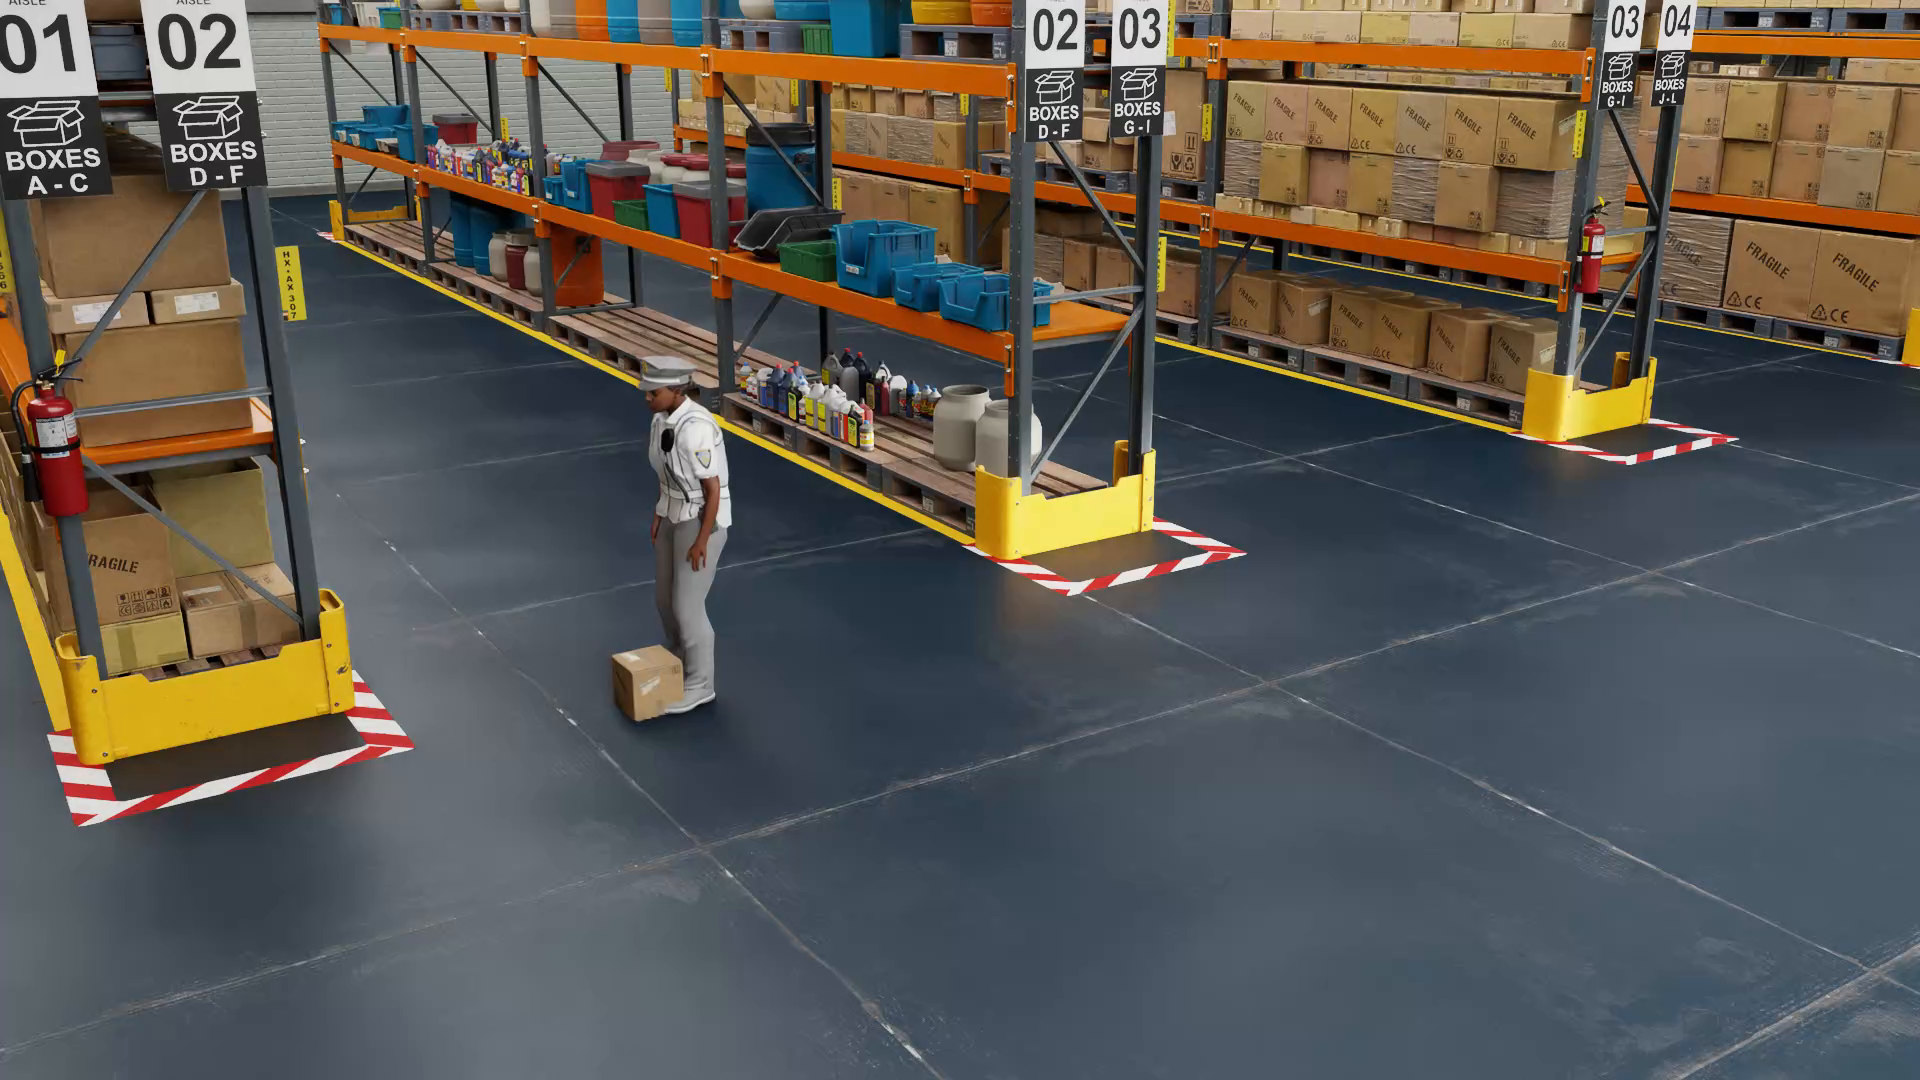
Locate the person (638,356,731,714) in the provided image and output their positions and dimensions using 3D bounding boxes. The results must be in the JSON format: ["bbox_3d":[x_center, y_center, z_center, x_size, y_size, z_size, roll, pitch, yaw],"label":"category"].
[{"bbox_3d":[-1.289,-0.043,7.689,0.425,1.659,0.506,-12,22,-33],"label":"person"}]
